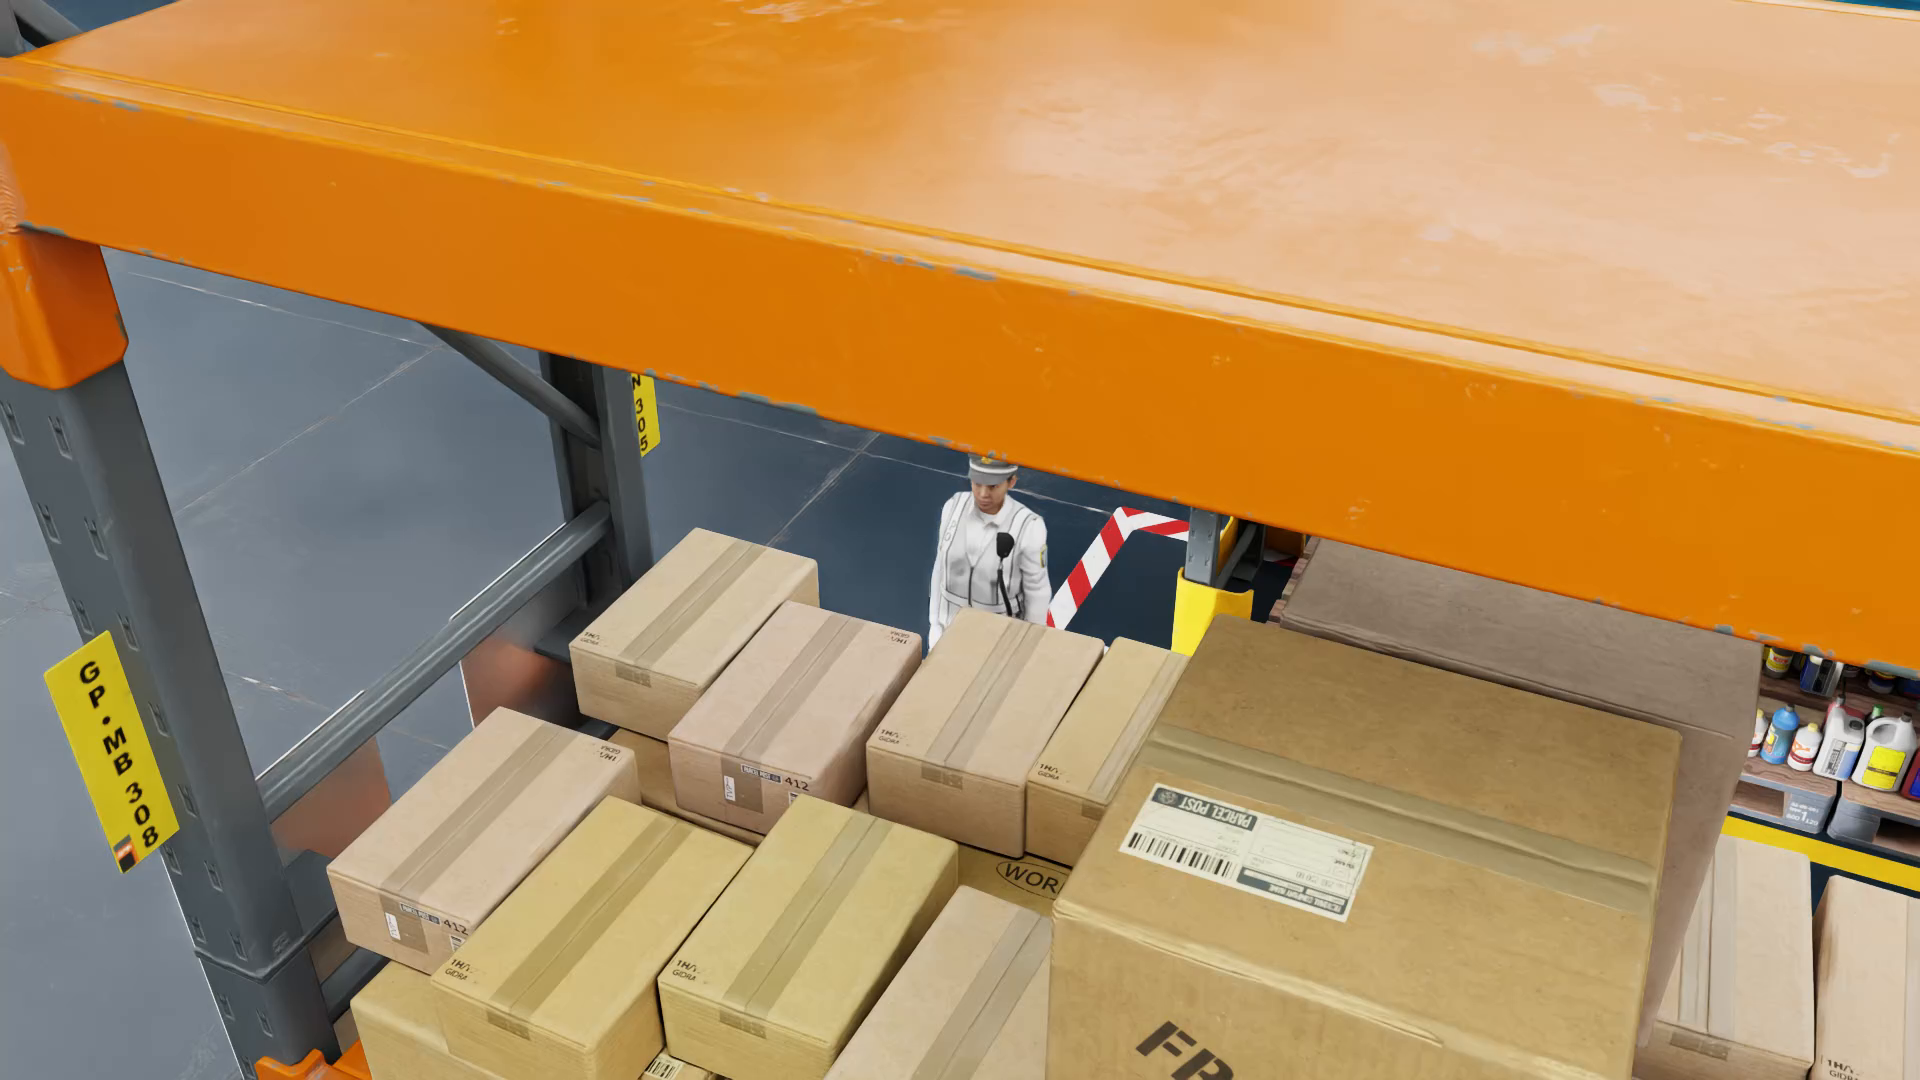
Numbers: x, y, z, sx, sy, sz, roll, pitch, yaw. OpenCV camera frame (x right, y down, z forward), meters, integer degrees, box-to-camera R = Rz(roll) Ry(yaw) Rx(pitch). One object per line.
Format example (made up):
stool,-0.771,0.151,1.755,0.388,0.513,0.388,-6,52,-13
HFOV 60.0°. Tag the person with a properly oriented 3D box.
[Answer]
person,0.116,0.346,6.567,0.489,1.695,0.363,15,37,21
